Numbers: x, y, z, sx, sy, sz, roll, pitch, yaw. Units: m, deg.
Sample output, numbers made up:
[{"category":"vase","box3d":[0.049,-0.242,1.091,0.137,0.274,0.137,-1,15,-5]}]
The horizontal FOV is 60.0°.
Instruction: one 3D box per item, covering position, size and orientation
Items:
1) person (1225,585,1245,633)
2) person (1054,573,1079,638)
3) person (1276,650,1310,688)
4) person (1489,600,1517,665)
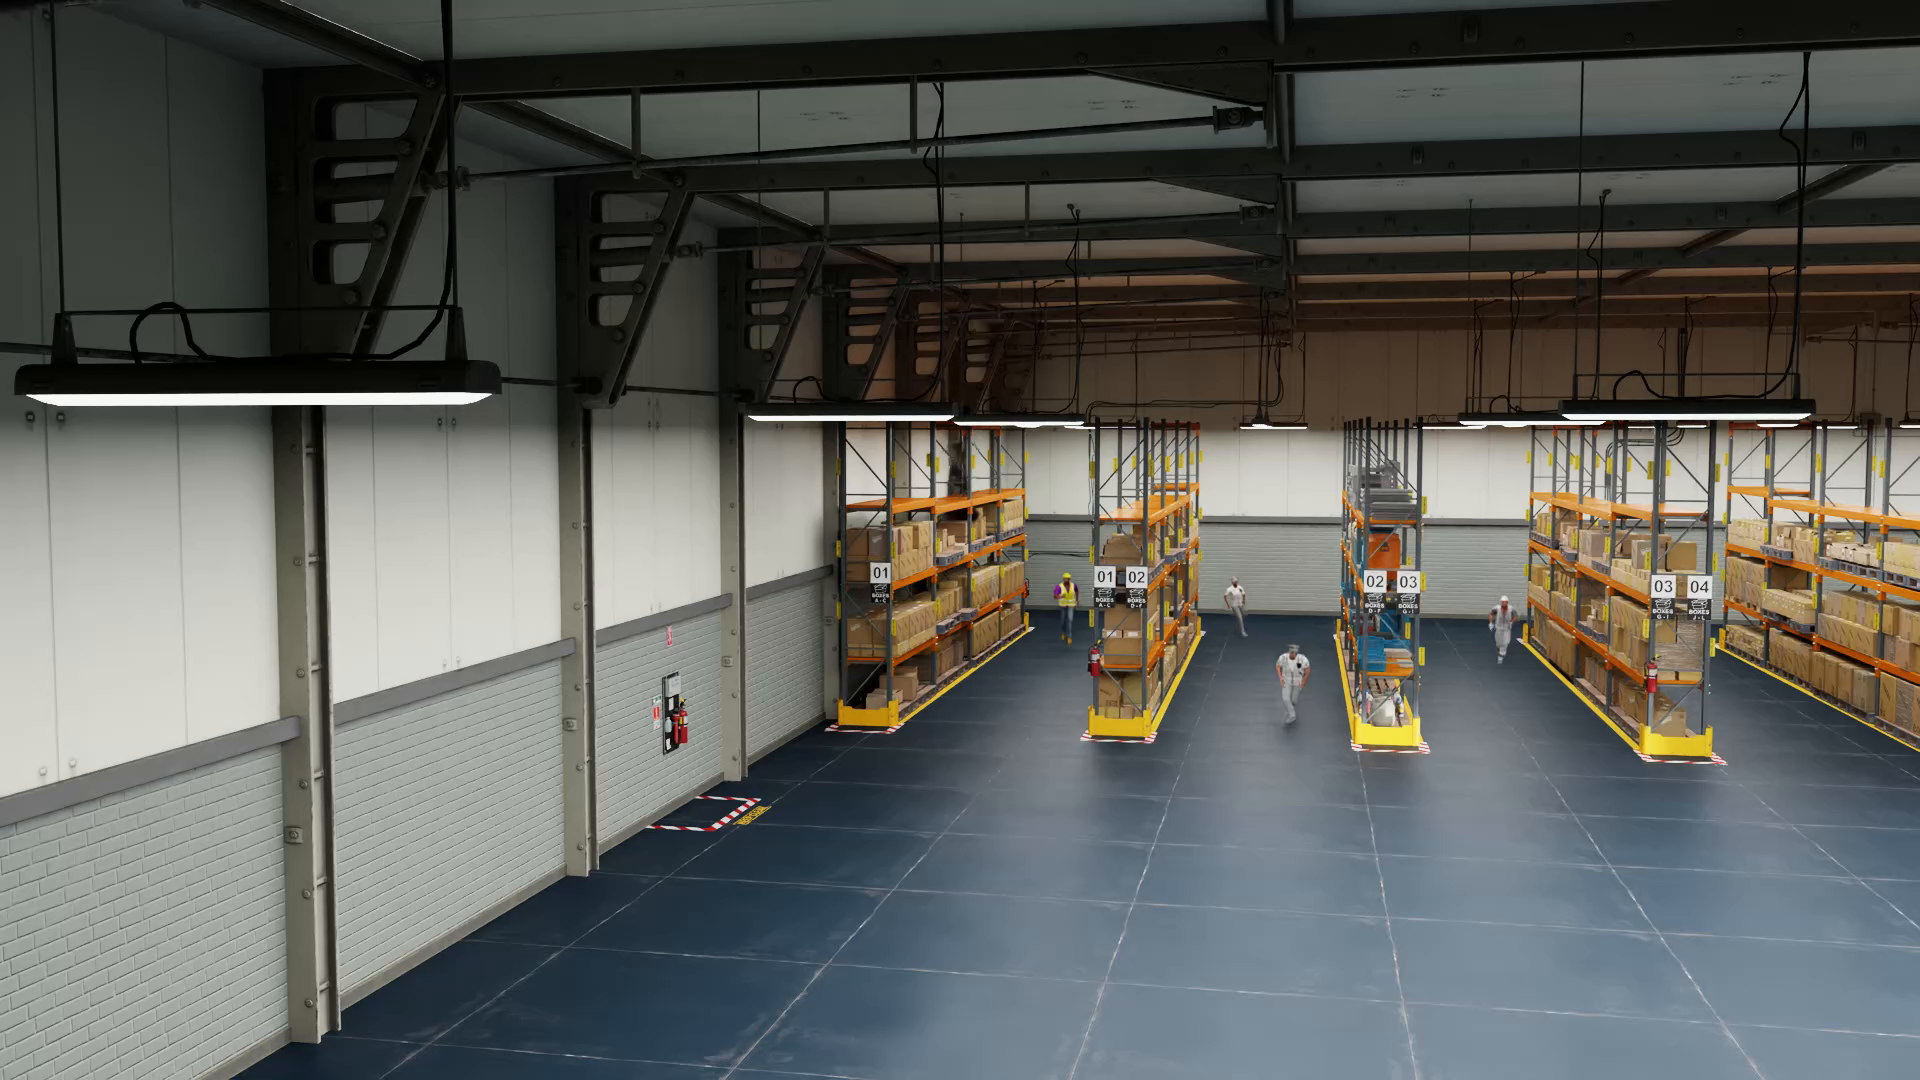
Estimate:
[{"category":"person","box3d":[7.740,1.956,46.774,0.621,1.334,0.640,-1,4,-13]},{"category":"person","box3d":[2.773,1.695,43.301,0.681,1.688,0.837,0,4,-1]},{"category":"person","box3d":[6.553,2.490,32.702,0.670,0.868,0.573,1,4,11]},{"category":"person","box3d":[13.424,2.243,41.126,0.654,1.662,0.737,1,4,10]}]
